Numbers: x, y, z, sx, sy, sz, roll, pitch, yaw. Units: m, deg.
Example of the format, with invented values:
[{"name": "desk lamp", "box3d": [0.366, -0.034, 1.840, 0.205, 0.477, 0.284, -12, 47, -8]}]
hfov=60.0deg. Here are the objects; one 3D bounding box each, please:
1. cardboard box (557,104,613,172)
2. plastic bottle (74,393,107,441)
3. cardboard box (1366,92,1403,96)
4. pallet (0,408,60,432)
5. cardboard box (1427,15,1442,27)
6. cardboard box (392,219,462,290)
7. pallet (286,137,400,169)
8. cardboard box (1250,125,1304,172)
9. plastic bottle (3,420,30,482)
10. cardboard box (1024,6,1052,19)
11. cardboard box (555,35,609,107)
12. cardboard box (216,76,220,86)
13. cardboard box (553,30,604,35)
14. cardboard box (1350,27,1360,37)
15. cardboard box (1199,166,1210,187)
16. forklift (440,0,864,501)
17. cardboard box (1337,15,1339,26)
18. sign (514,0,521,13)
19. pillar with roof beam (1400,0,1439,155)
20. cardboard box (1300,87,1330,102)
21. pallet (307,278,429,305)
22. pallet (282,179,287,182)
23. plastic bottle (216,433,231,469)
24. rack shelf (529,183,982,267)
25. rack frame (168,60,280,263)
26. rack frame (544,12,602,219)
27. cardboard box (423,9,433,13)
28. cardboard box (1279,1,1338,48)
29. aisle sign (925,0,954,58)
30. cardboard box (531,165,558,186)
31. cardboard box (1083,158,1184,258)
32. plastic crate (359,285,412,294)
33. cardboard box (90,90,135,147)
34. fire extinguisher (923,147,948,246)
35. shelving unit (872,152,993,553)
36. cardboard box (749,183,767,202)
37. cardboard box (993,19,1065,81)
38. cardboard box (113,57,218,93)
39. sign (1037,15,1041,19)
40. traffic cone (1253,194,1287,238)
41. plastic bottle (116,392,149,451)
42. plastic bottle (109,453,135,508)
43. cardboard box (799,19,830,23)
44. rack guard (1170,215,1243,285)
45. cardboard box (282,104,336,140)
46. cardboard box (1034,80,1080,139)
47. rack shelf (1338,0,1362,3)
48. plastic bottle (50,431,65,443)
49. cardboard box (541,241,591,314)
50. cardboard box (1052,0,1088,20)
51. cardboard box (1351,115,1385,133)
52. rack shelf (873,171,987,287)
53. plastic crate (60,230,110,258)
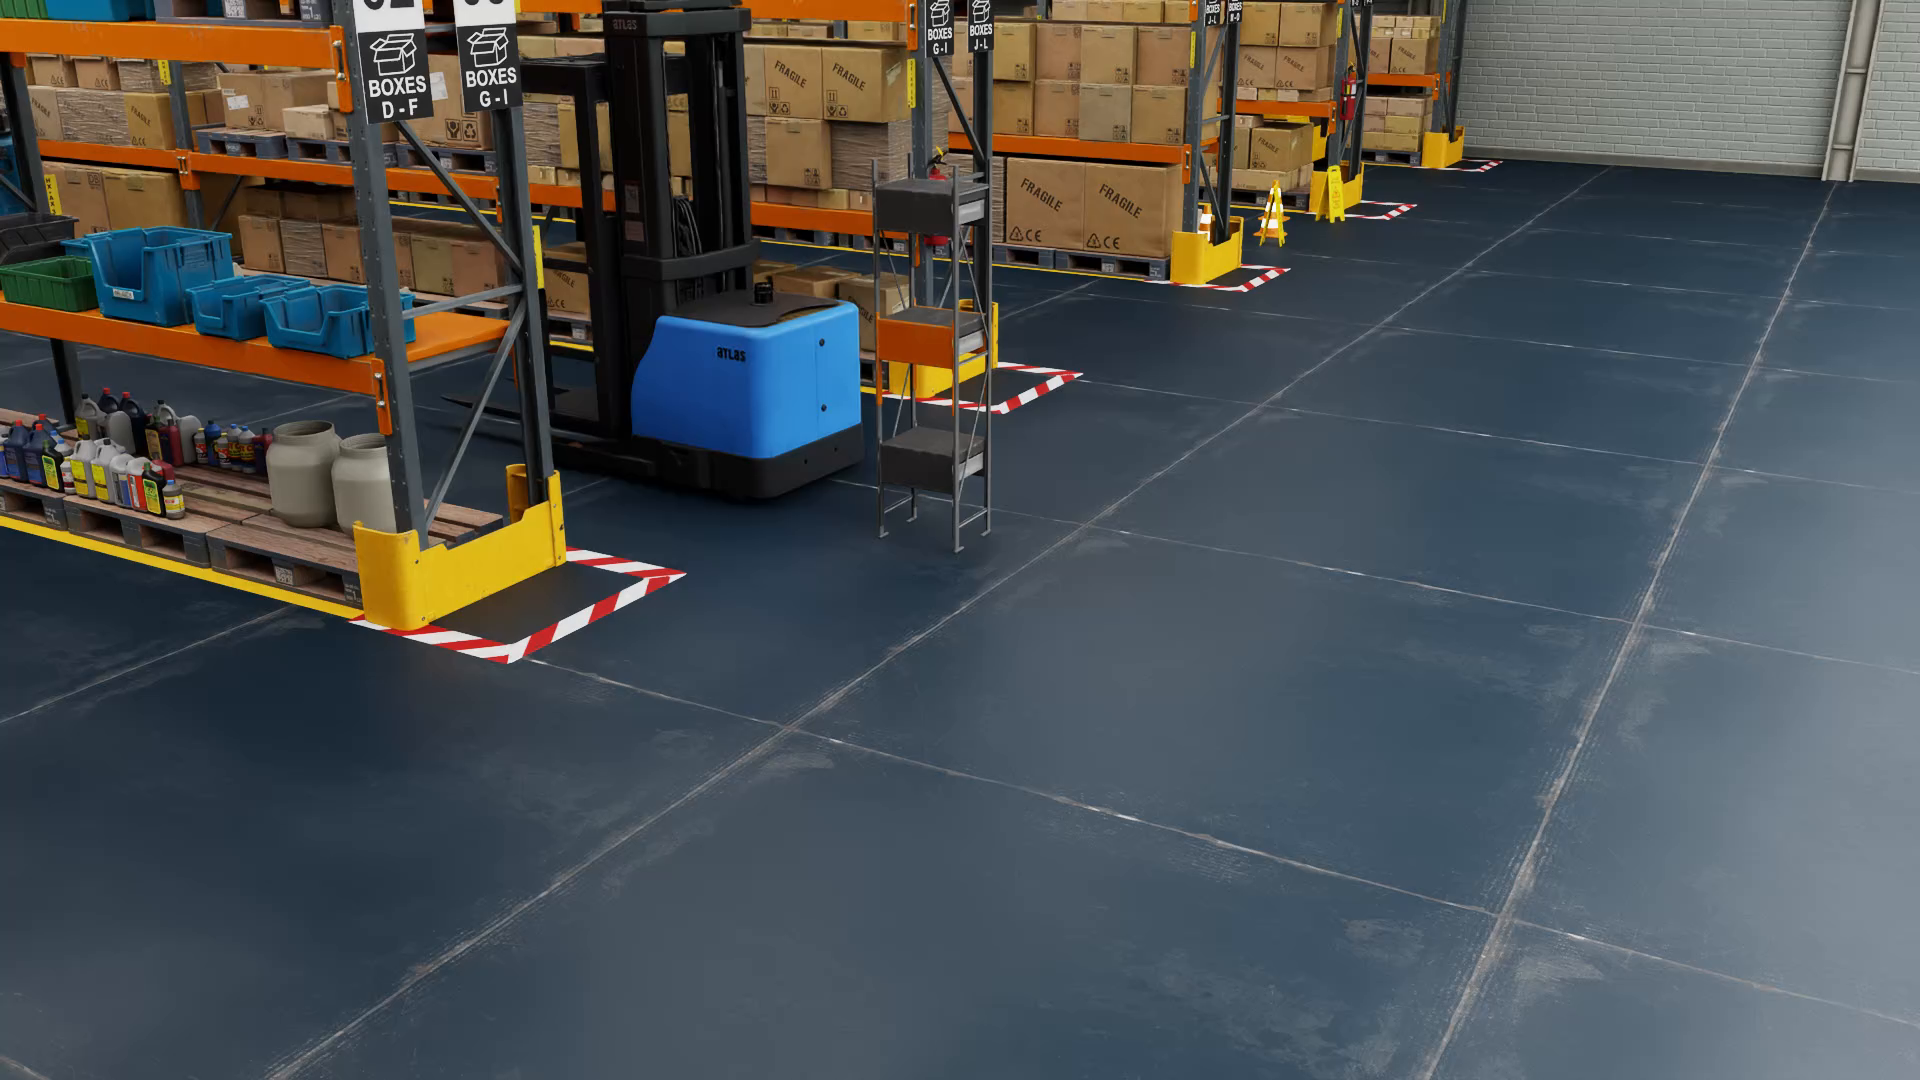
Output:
[{"name": "cardboard box", "box3d": [-2.758, -3.300, 13.481, 0.500, 0.500, 0.875, 11, 23, 27]}, {"name": "plastic bottle", "box3d": [-5.323, -0.723, 10.198, 0.185, 0.351, 0.144, 11, 23, 27]}, {"name": "cardboard box", "box3d": [6.437, -6.656, 25.267, 0.500, 0.250, 0.500, 11, 23, 27]}, {"name": "pallet", "box3d": [-6.660, -0.634, 10.802, 1.213, 0.211, 1.003, 11, 23, 27]}, {"name": "cardboard box", "box3d": [7.013, -7.674, 24.589, 0.250, 0.149, 0.380, 10, 22, 26]}, {"name": "cardboard box", "box3d": [-4.962, -2.618, 15.204, 0.500, 0.500, 0.700, 9, 22, 23]}, {"name": "pallet", "box3d": [-5.284, -3.558, 15.056, 1.213, 0.211, 1.003, 11, 23, 27]}, {"name": "cardboard box", "box3d": [3.958, -4.898, 20.785, 0.500, 0.500, 0.500, 11, 23, 28]}, {"name": "plastic bottle", "box3d": [-5.453, -0.529, 9.665, 0.185, 0.351, 0.144, 11, 23, 29]}, {"name": "cardboard box", "box3d": [1.055, -7.123, 22.452, 0.250, 0.149, 0.380, 11, 23, 27]}, {"name": "cardboard box", "box3d": [-2.834, -3.724, 13.182, 0.500, 0.500, 0.500, 11, 23, 27]}, {"name": "cardboard box", "box3d": [-9.781, -6.188, 22.395, 0.250, 0.149, 0.380, 11, 23, 28]}, {"name": "cardboard box", "box3d": [-3.013, -3.964, 13.845, 0.500, 0.500, 0.500, 11, 23, 27]}, {"name": "cardboard box", "box3d": [5.862, -7.559, 24.708, 0.250, 0.149, 0.380, 10, 22, 26]}, {"name": "cardboard box", "box3d": [3.040, -4.718, 21.389, 0.500, 0.250, 0.500, 10, 22, 25]}, {"name": "forklift", "box3d": [-2.126, -1.972, 10.503, 3.031, 2.935, 1.130, 12, 23, 31]}, {"name": "cardboard box", "box3d": [5.624, -7.734, 24.754, 0.250, 0.149, 0.380, 11, 23, 28]}, {"name": "sign", "box3d": [-2.192, -2.738, 8.101, 0.005, 0.325, 0.100, 11, 23, 27]}, {"name": "pillar with roof beam", "box3d": [4.934, -8.986, 20.941, 0.400, 9.000, 9.100, 11, 23, 27]}, {"name": "cardboard box", "box3d": [4.354, -5.465, 20.401, 0.250, 0.149, 0.380, 12, 23, 29]}, {"name": "pallet", "box3d": [-5.290, -2.321, 15.453, 1.213, 0.211, 1.003, 11, 23, 27]}, {"name": "pallet", "box3d": [-9.690, -5.083, 23.068, 1.213, 0.211, 1.003, 11, 23, 27]}, {"name": "plastic bottle", "box3d": [-4.368, -0.536, 9.902, 0.097, 0.201, 0.097, 0, 20, 0]}, {"name": "rack shelf", "box3d": [-1.794, -2.629, 13.269, 4.000, 0.370, 1.077, 11, 23, 27]}, {"name": "rack frame", "box3d": [-7.032, -3.965, 15.897, 0.127, 3.000, 1.000, 11, 23, 27]}, {"name": "rack frame", "box3d": [-4.525, -5.425, 19.922, 0.127, 3.000, 1.000, 11, 23, 27]}, {"name": "cardboard box", "box3d": [-8.449, -8.514, 26.825, 0.500, 0.500, 0.500, 10, 22, 26]}, {"name": "cardboard box", "box3d": [4.232, -6.262, 20.179, 0.500, 0.500, 0.700, 10, 22, 26]}, {"name": "aisle sign", "box3d": [-0.140, -3.757, 11.512, 0.004, 0.787, 0.394, 11, 23, 27]}, {"name": "cardboard box", "box3d": [-3.287, -3.011, 13.636, 0.250, 0.149, 0.380, 11, 23, 27]}, {"name": "cardboard box", "box3d": [1.835, -3.386, 16.801, 0.875, 0.875, 0.875, 11, 23, 28]}, {"name": "plastic crate", "box3d": [-3.088, -1.281, 8.884, 0.250, 0.136, 0.298, 11, 23, 27]}, {"name": "cardboard box", "box3d": [-8.016, -4.105, 16.136, 0.500, 0.500, 0.500, 11, 22, 27]}, {"name": "fire extinguisher", "box3d": [-0.173, -2.442, 11.812, 0.183, 0.674, 0.296, 11, 23, 27]}, {"name": "shelving unit", "box3d": [-0.145, -1.015, 9.083, 0.503, 2.100, 0.431, 11, 23, 27]}, {"name": "cardboard box", "box3d": [-1.497, -2.706, 12.793, 0.250, 0.149, 0.380, 11, 23, 27]}, {"name": "cardboard box", "box3d": [0.680, -4.993, 16.927, 0.500, 0.550, 0.875, 11, 23, 27]}, {"name": "cardboard box", "box3d": [-7.663, -4.610, 16.058, 0.637, 0.503, 0.797, 12, 23, 29]}, {"name": "sign", "box3d": [1.025, -6.629, 21.542, 0.005, 0.325, 0.100, 11, 23, 27]}, {"name": "traffic cone", "box3d": [3.536, -3.693, 18.867, 0.334, 0.463, 0.336, 11, 23, 27]}, {"name": "plastic bottle", "box3d": [-5.085, -0.734, 10.229, 0.185, 0.351, 0.144, 10, 22, 25]}, {"name": "plastic bottle", "box3d": [-4.609, -0.335, 9.238, 0.135, 0.276, 0.152, 10, 22, 26]}, {"name": "cardboard box", "box3d": [-1.919, -7.156, 23.495, 0.500, 0.500, 0.500, 10, 22, 26]}, {"name": "rack guard", "box3d": [2.480, -2.915, 16.669, 0.348, 0.500, 1.175, 11, 23, 27]}, {"name": "cardboard box", "box3d": [-5.681, -3.745, 14.894, 0.500, 0.250, 0.500, 10, 22, 26]}, {"name": "cardboard box", "box3d": [1.194, -4.429, 16.955, 0.550, 0.550, 0.875, 11, 23, 27]}, {"name": "rack shelf", "box3d": [3.039, -6.989, 20.891, 4.000, 0.370, 1.077, 11, 23, 27]}, {"name": "plastic bottle", "box3d": [-5.268, -0.504, 9.711, 0.097, 0.271, 0.097, 0, 20, 0]}, {"name": "cardboard box", "box3d": [-3.211, -2.244, 14.202, 0.500, 0.500, 0.500, 10, 22, 26]}, {"name": "cardboard box", "box3d": [1.571, -6.769, 21.579, 0.500, 0.500, 0.700, 11, 22, 27]}, {"name": "cardboard box", "box3d": [6.192, -6.278, 24.955, 0.500, 0.250, 0.500, 11, 22, 27]}, {"name": "rack shelf", "box3d": [-0.145, -1.660, 8.849, 0.480, 0.518, 0.431, 11, 23, 27]}, {"name": "plastic crate", "box3d": [-4.857, -1.652, 9.739, 0.616, 0.251, 0.499, 11, 23, 27]}]
